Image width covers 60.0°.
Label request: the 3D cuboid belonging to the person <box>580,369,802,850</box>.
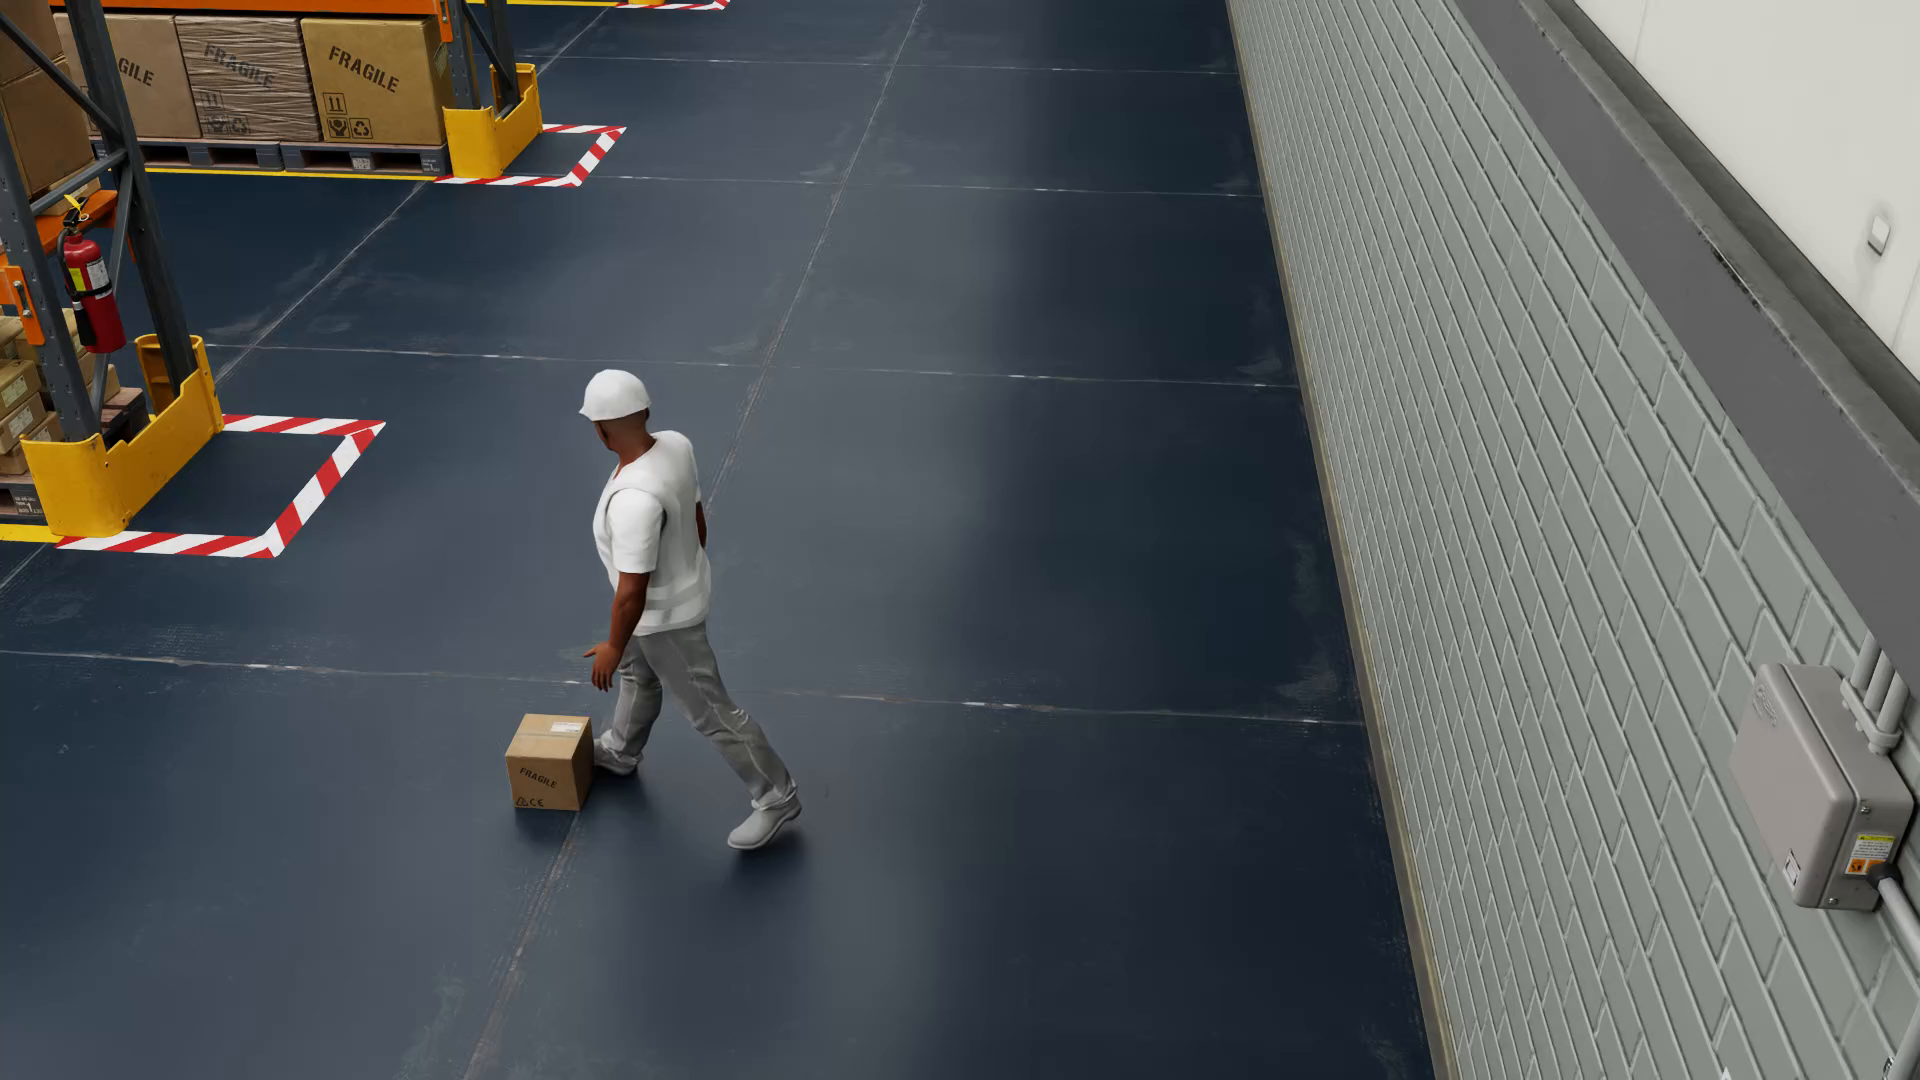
[{"bbox_3d":[-1.051,0.233,5.750,0.941,1.738,0.666,-1,32,-2],"label":"person"}]
